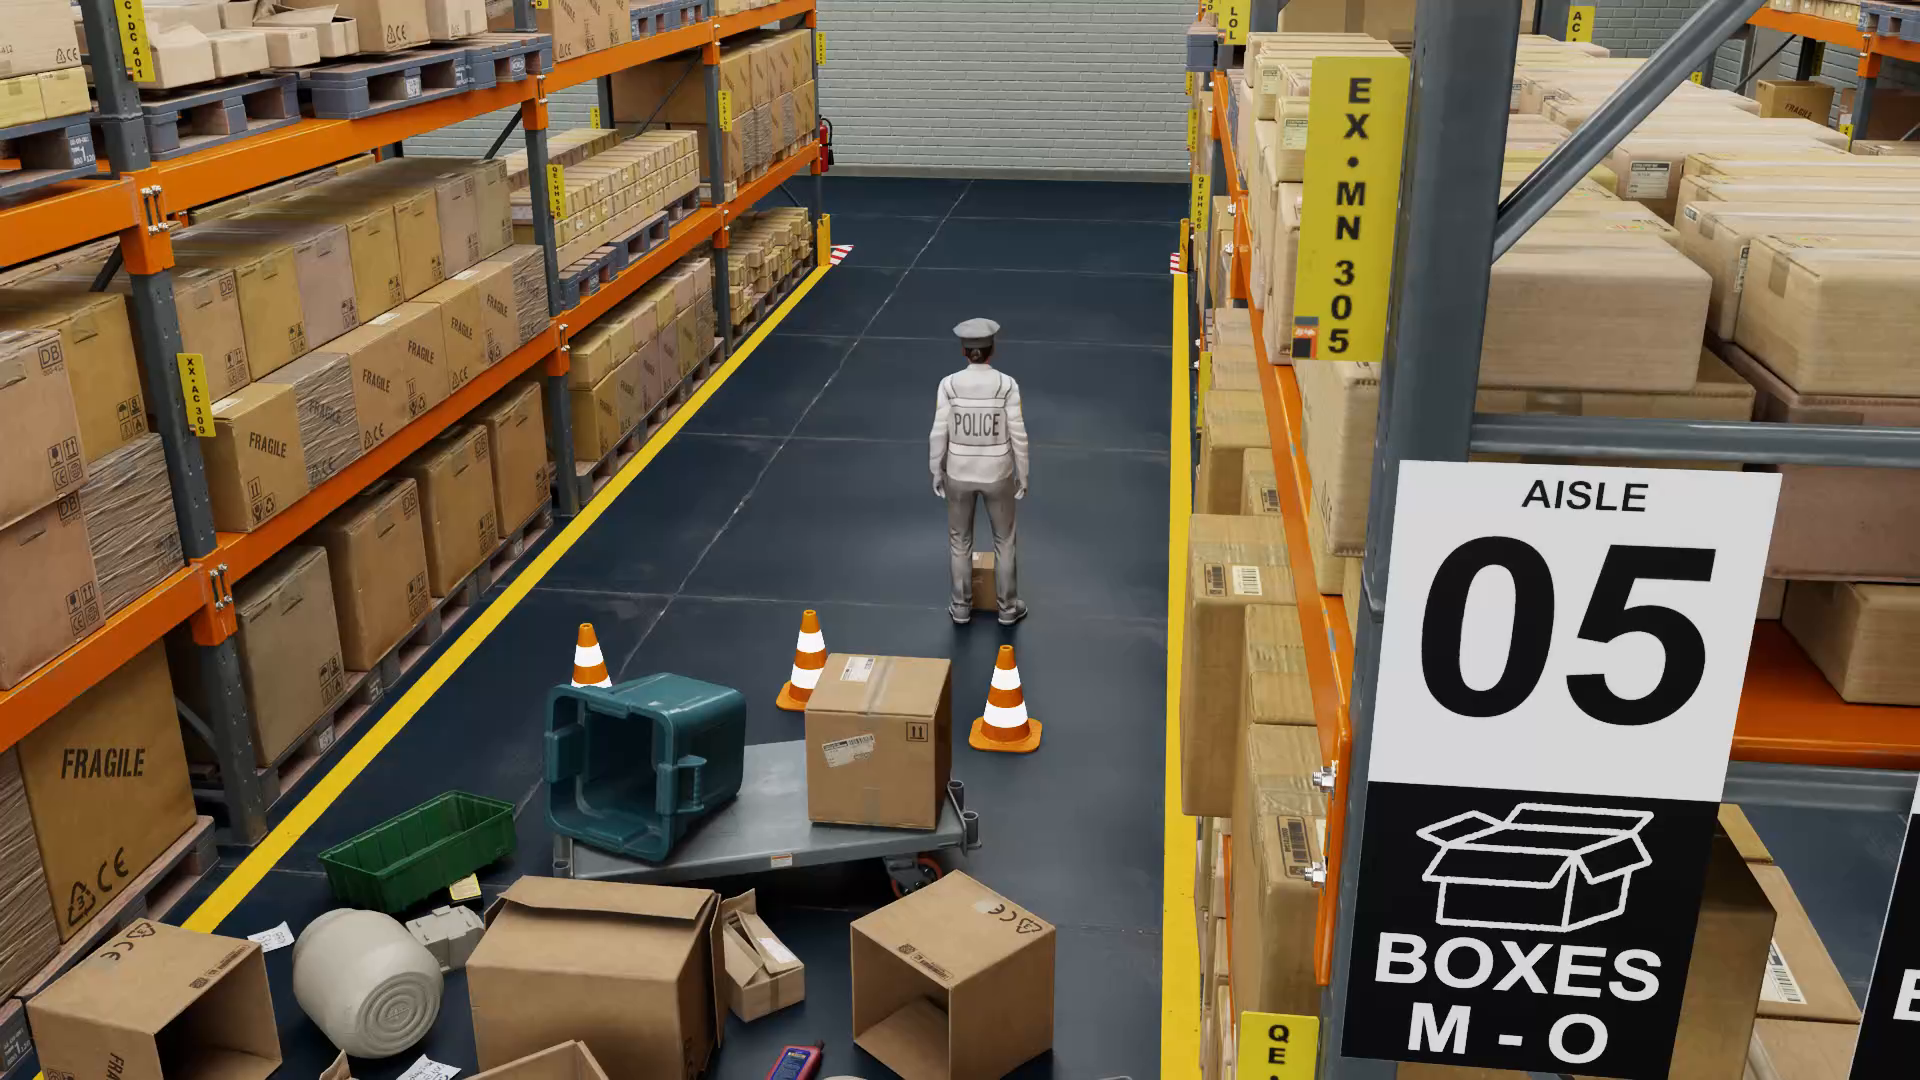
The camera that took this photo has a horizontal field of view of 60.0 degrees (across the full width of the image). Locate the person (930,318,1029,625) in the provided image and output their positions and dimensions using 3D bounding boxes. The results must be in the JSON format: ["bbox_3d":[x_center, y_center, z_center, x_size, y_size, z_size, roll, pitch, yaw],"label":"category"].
[{"bbox_3d":[0.106,-0.343,8.958,0.536,1.663,0.378,2,21,5],"label":"person"}]
